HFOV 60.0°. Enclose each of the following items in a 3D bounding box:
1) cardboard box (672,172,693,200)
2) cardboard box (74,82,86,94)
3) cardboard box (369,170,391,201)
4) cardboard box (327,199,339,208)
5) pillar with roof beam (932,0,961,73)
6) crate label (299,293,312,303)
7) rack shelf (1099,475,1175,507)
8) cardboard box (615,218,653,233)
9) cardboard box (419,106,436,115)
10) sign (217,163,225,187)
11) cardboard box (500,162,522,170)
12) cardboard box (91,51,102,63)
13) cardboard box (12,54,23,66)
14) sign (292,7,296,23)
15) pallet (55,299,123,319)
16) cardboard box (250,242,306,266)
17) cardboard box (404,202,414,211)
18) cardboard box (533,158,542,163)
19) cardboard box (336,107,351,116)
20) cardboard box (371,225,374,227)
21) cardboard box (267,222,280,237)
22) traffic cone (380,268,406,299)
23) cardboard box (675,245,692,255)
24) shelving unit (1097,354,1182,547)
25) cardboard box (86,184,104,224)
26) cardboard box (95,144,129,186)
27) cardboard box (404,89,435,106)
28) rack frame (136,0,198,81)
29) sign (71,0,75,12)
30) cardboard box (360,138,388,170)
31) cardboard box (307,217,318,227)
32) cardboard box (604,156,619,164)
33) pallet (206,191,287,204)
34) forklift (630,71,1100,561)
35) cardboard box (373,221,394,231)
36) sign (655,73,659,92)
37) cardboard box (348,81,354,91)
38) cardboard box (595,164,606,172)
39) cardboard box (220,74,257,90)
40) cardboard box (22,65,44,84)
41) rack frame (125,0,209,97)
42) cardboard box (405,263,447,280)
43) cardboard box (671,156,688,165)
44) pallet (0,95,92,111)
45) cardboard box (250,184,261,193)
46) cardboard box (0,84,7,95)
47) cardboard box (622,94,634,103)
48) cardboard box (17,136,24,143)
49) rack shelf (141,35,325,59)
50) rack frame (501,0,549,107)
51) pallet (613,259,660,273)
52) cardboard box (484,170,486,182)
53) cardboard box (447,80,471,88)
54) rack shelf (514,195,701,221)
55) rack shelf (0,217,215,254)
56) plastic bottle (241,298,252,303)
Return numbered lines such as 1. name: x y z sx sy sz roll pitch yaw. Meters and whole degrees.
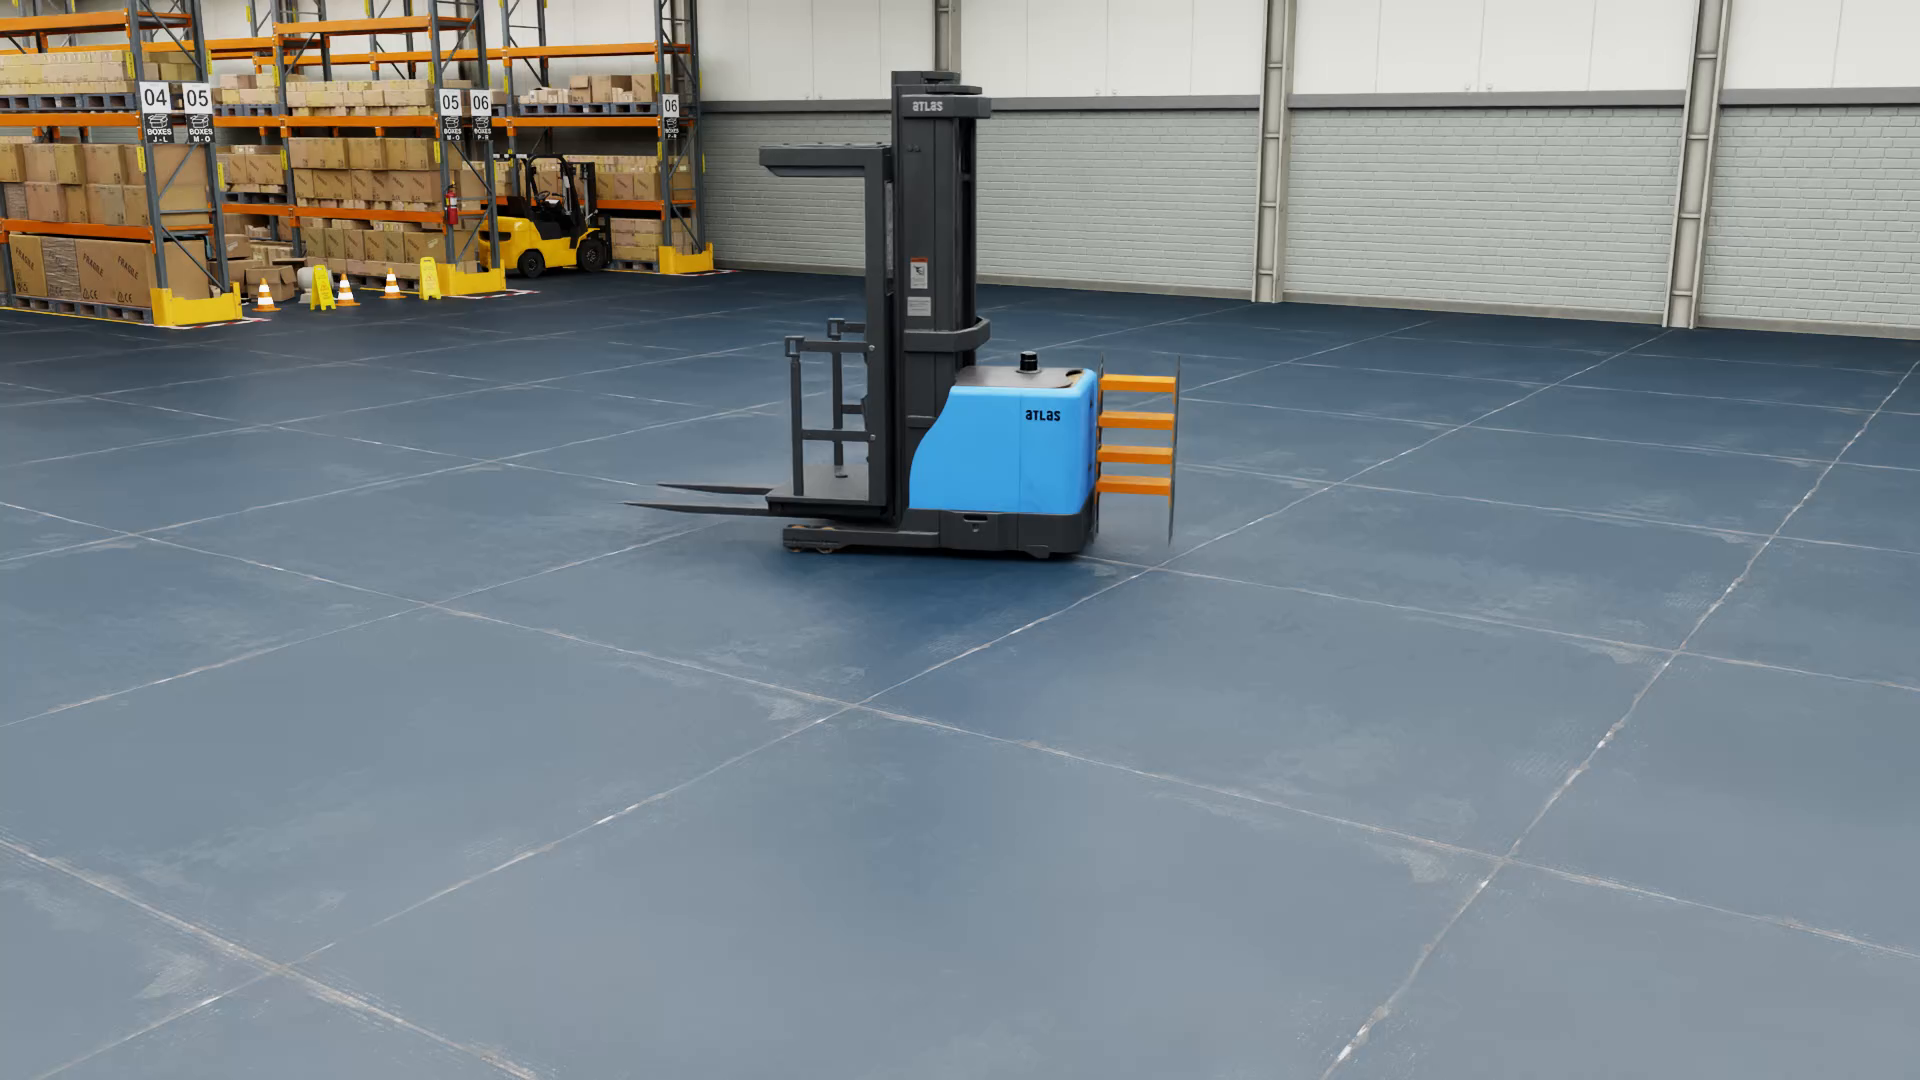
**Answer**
1. cardboard box: -5.385 -6.652 31.245 0.500 0.500 0.500 10 17 35
2. cardboard box: -11.885 -6.191 22.789 0.250 0.149 0.380 9 16 32
3. cardboard box: -9.327 -5.838 27.338 0.500 0.500 0.500 9 17 33
4. cardboard box: -10.471 -5.707 28.156 0.250 0.149 0.380 10 17 35
5. pillar with roof beam: -2.628 -8.004 24.429 0.400 9.000 9.100 9 17 33
6. crate label: -9.997 -3.729 25.600 0.298 0.136 0.250 1 14 4
7. rack shelf: 1.146 -0.317 10.712 0.480 0.148 0.258 2 14 8
8. cardboard box: -6.112 -5.903 31.195 0.500 0.250 0.500 10 17 34
9. cardboard box: -8.348 -6.818 26.403 0.250 0.149 0.380 9 17 33
10. sign: -10.260 -5.060 23.053 0.005 0.325 0.100 9 17 33
11. cardboard box: -8.856 -7.383 32.848 0.250 0.149 0.380 10 17 35
12. cardboard box: -11.463 -6.510 22.419 0.250 0.149 0.380 10 17 34
13. cardboard box: -13.149 -6.782 23.518 0.250 0.149 0.380 9 16 32
14. sign: -14.782 -11.645 36.864 0.005 0.325 0.100 9 17 33
15. pallet: -12.290 -3.393 24.090 1.213 0.211 1.003 9 17 33
16. cardboard box: -12.250 -5.122 29.866 0.625 0.372 0.950 10 17 36
17. cardboard box: -8.799 -5.428 27.029 0.250 0.149 0.380 9 16 32
18. cardboard box: -8.072 -7.411 32.340 0.250 0.149 0.380 9 17 34
19. cardboard box: -10.073 -7.081 27.466 0.250 0.149 0.380 9 16 32
20. cardboard box: -10.152 -5.167 28.743 0.500 0.500 0.500 10 17 34
21. cardboard box: -15.503 -7.125 38.087 0.500 0.311 0.500 10 17 35
22. traffic cone: -8.973 -4.061 26.264 0.334 0.463 0.336 9 17 33
23. cardboard box: -5.428 -5.456 31.468 0.500 0.250 0.500 9 17 33
24. shelving unit: 1.146 -0.575 10.648 0.503 1.200 0.258 2 14 8
25. cardboard box: -11.771 -4.774 23.554 0.550 0.550 0.875 9 17 33
26. cardboard box: -11.369 -5.201 23.031 0.550 0.550 0.875 9 17 33
27. cardboard box: -8.471 -7.034 26.447 0.500 0.250 0.500 9 16 32
28. rack frame: -14.535 -9.477 30.378 0.127 3.000 1.000 9 17 33
29. sign: -17.561 -10.615 32.867 0.005 0.325 0.100 9 17 33
30. cardboard box: -9.338 -6.312 27.171 0.500 0.500 0.700 9 16 32
31. cardboard box: -13.952 -6.835 36.518 0.500 0.500 0.500 9 16 31
32. cardboard box: -6.441 -7.113 31.138 0.250 0.149 0.380 10 17 34
33. pallet: -12.869 -6.214 30.082 1.213 0.211 1.003 9 17 33
34. forklift: -0.650 -1.473 10.675 3.031 2.935 1.130 4 14 15
35. cardboard box: -9.473 -5.201 27.528 0.250 0.149 0.380 10 17 35
36. sign: -5.444 -8.223 29.878 0.005 0.325 0.100 9 17 33
37. cardboard box: -9.800 -7.450 27.297 0.250 0.149 0.380 10 17 34
38. cardboard box: -6.651 -7.003 31.312 0.250 0.149 0.380 9 17 33
39. cardboard box: -12.626 -8.043 29.225 0.500 0.250 0.500 10 17 34
40. cardboard box: -12.806 -6.551 23.414 0.500 0.250 0.500 9 16 32
41. rack frame: -10.575 -7.403 22.002 0.127 3.000 1.000 9 17 33
42. cardboard box: -8.737 -4.419 27.279 0.500 0.250 0.500 9 17 33
43. cardboard box: -5.289 -7.077 30.993 0.250 0.149 0.380 9 16 32
44. pallet: -13.221 -6.329 24.089 1.213 0.211 1.003 9 17 33
45. cardboard box: -12.239 -6.190 29.236 0.250 0.149 0.380 9 16 32
46. cardboard box: -13.566 -6.463 23.887 0.250 0.149 0.380 9 17 33
47. cardboard box: -5.986 -8.119 30.576 0.250 0.149 0.380 9 16 31
48. cardboard box: -18.646 -8.020 33.339 0.250 0.149 0.380 9 17 33
49. rack shelf: -12.875 -8.665 29.429 4.000 0.370 1.077 9 17 33
50. rack frame: -8.448 -9.930 32.211 0.127 3.000 1.000 9 17 33
51. pallet: -5.787 -5.222 31.480 1.213 0.211 1.003 9 17 33
52. cardboard box: -9.429 -7.270 33.223 0.500 0.250 0.500 9 16 31
53. cardboard box: -8.077 -7.301 26.695 0.250 0.149 0.380 9 17 32
54. rack shelf: -6.789 -6.401 31.935 4.000 0.370 1.077 9 17 33
55. rack shelf: -12.235 -4.410 23.893 4.000 0.370 1.077 9 17 33
56. plastic bottle: -11.058 -3.682 25.569 0.283 0.061 0.133 3 14 14
